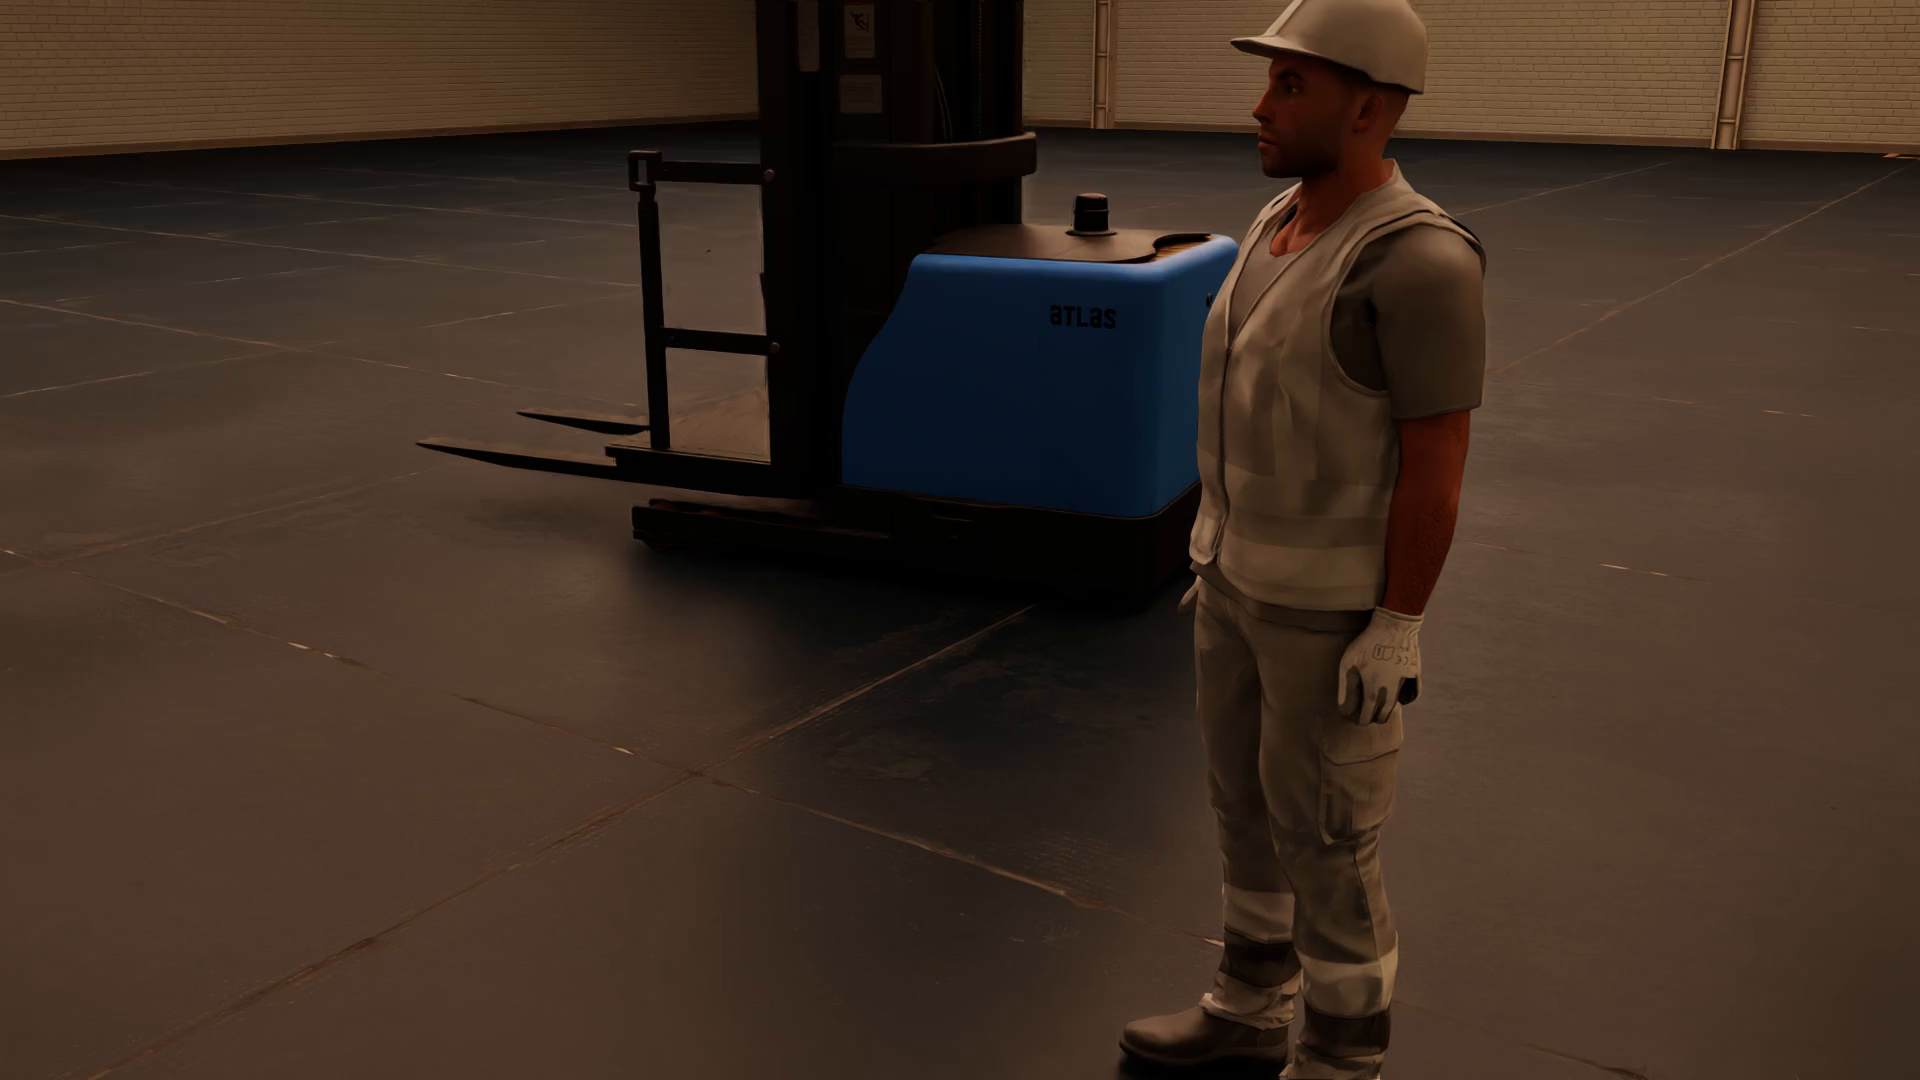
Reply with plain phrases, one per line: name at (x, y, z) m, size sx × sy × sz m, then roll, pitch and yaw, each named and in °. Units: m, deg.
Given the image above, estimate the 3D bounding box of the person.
person at (0.507, 0.087, 2.533) m, size 0.352 × 1.795 × 0.550 m, roll -6°, pitch 18°, yaw -18°

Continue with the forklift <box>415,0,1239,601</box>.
forklift at (-0.592, -1.475, 5.766) m, size 3.031 × 2.935 × 1.130 m, roll 7°, pitch 18°, yaw 23°
